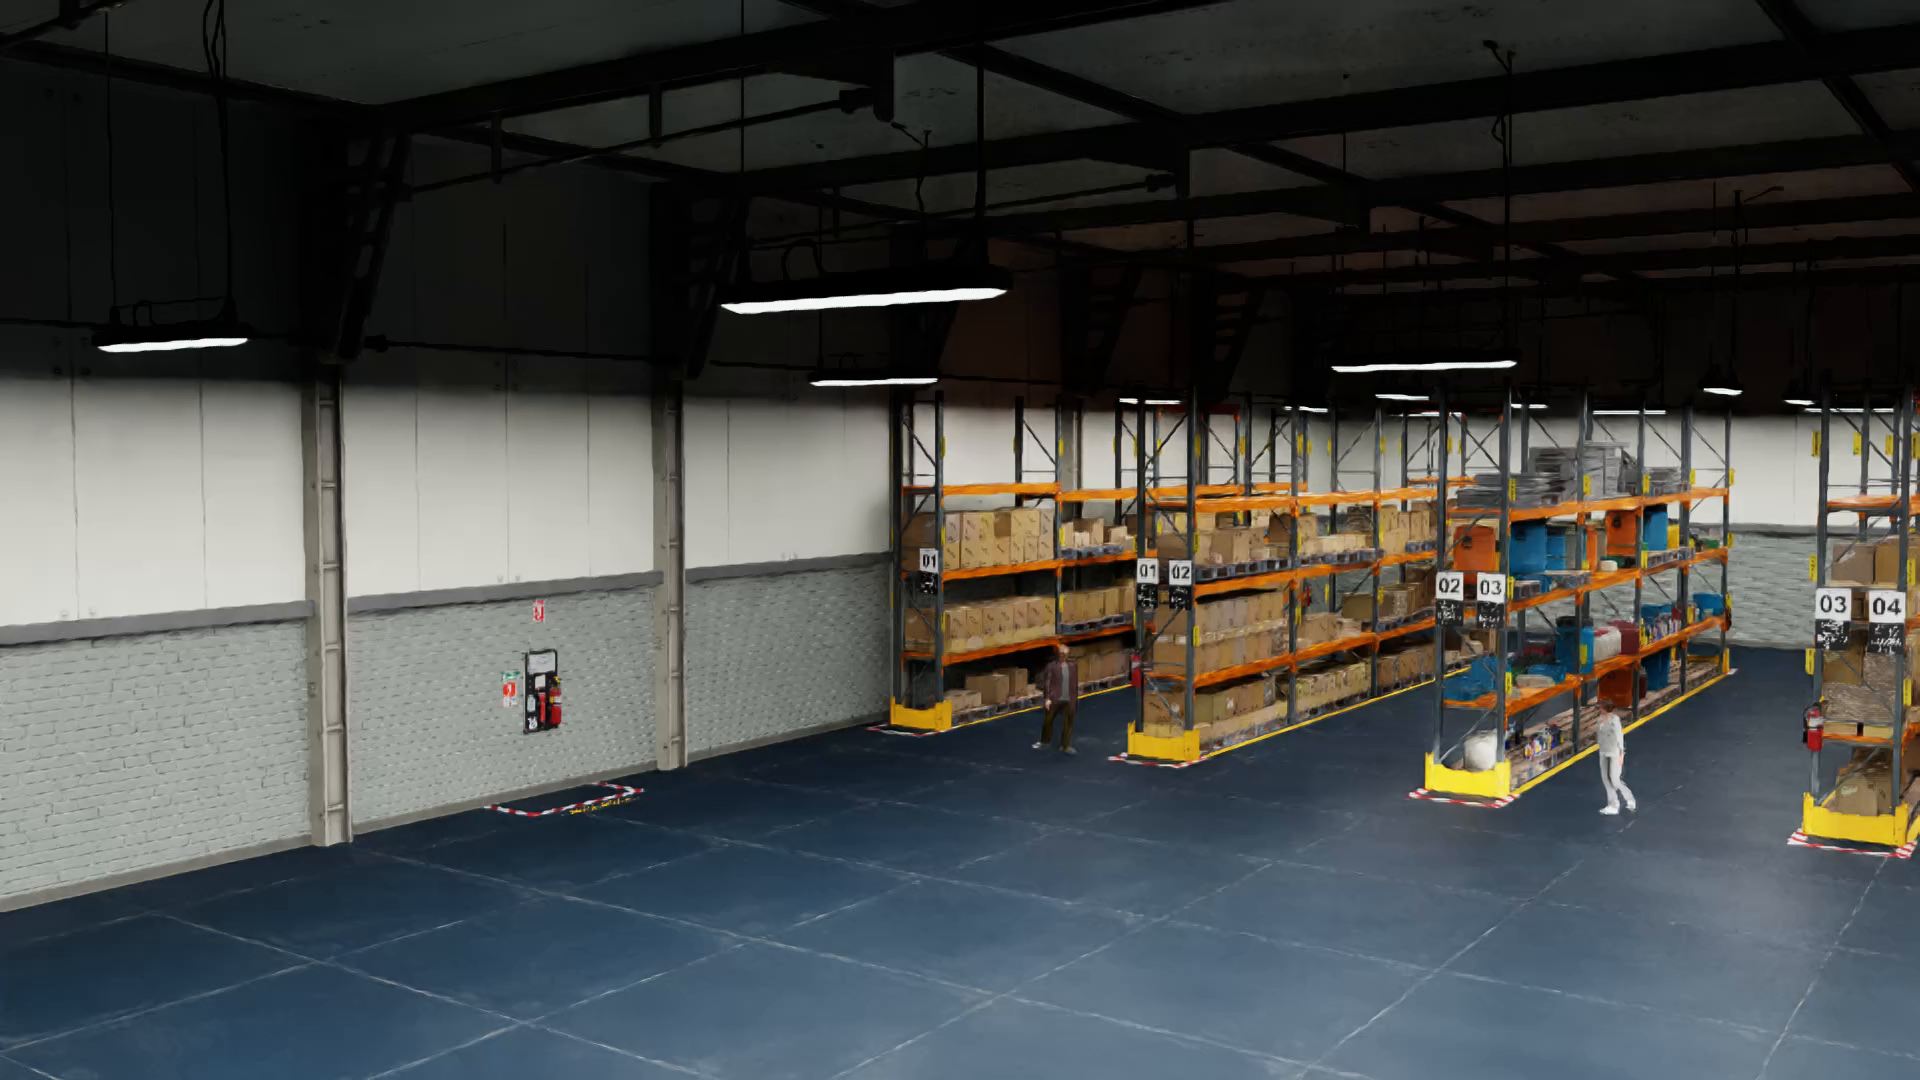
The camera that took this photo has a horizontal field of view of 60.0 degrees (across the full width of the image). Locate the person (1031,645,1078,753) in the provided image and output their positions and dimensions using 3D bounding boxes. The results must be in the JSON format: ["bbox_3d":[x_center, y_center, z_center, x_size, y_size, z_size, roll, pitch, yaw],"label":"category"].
[{"bbox_3d":[1.560,2.588,27.225,0.783,1.770,0.521,0,3,-7],"label":"person"}]

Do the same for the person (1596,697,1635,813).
[{"bbox_3d":[8.948,2.936,22.679,0.502,1.588,0.468,-1,3,-17],"label":"person"}]
